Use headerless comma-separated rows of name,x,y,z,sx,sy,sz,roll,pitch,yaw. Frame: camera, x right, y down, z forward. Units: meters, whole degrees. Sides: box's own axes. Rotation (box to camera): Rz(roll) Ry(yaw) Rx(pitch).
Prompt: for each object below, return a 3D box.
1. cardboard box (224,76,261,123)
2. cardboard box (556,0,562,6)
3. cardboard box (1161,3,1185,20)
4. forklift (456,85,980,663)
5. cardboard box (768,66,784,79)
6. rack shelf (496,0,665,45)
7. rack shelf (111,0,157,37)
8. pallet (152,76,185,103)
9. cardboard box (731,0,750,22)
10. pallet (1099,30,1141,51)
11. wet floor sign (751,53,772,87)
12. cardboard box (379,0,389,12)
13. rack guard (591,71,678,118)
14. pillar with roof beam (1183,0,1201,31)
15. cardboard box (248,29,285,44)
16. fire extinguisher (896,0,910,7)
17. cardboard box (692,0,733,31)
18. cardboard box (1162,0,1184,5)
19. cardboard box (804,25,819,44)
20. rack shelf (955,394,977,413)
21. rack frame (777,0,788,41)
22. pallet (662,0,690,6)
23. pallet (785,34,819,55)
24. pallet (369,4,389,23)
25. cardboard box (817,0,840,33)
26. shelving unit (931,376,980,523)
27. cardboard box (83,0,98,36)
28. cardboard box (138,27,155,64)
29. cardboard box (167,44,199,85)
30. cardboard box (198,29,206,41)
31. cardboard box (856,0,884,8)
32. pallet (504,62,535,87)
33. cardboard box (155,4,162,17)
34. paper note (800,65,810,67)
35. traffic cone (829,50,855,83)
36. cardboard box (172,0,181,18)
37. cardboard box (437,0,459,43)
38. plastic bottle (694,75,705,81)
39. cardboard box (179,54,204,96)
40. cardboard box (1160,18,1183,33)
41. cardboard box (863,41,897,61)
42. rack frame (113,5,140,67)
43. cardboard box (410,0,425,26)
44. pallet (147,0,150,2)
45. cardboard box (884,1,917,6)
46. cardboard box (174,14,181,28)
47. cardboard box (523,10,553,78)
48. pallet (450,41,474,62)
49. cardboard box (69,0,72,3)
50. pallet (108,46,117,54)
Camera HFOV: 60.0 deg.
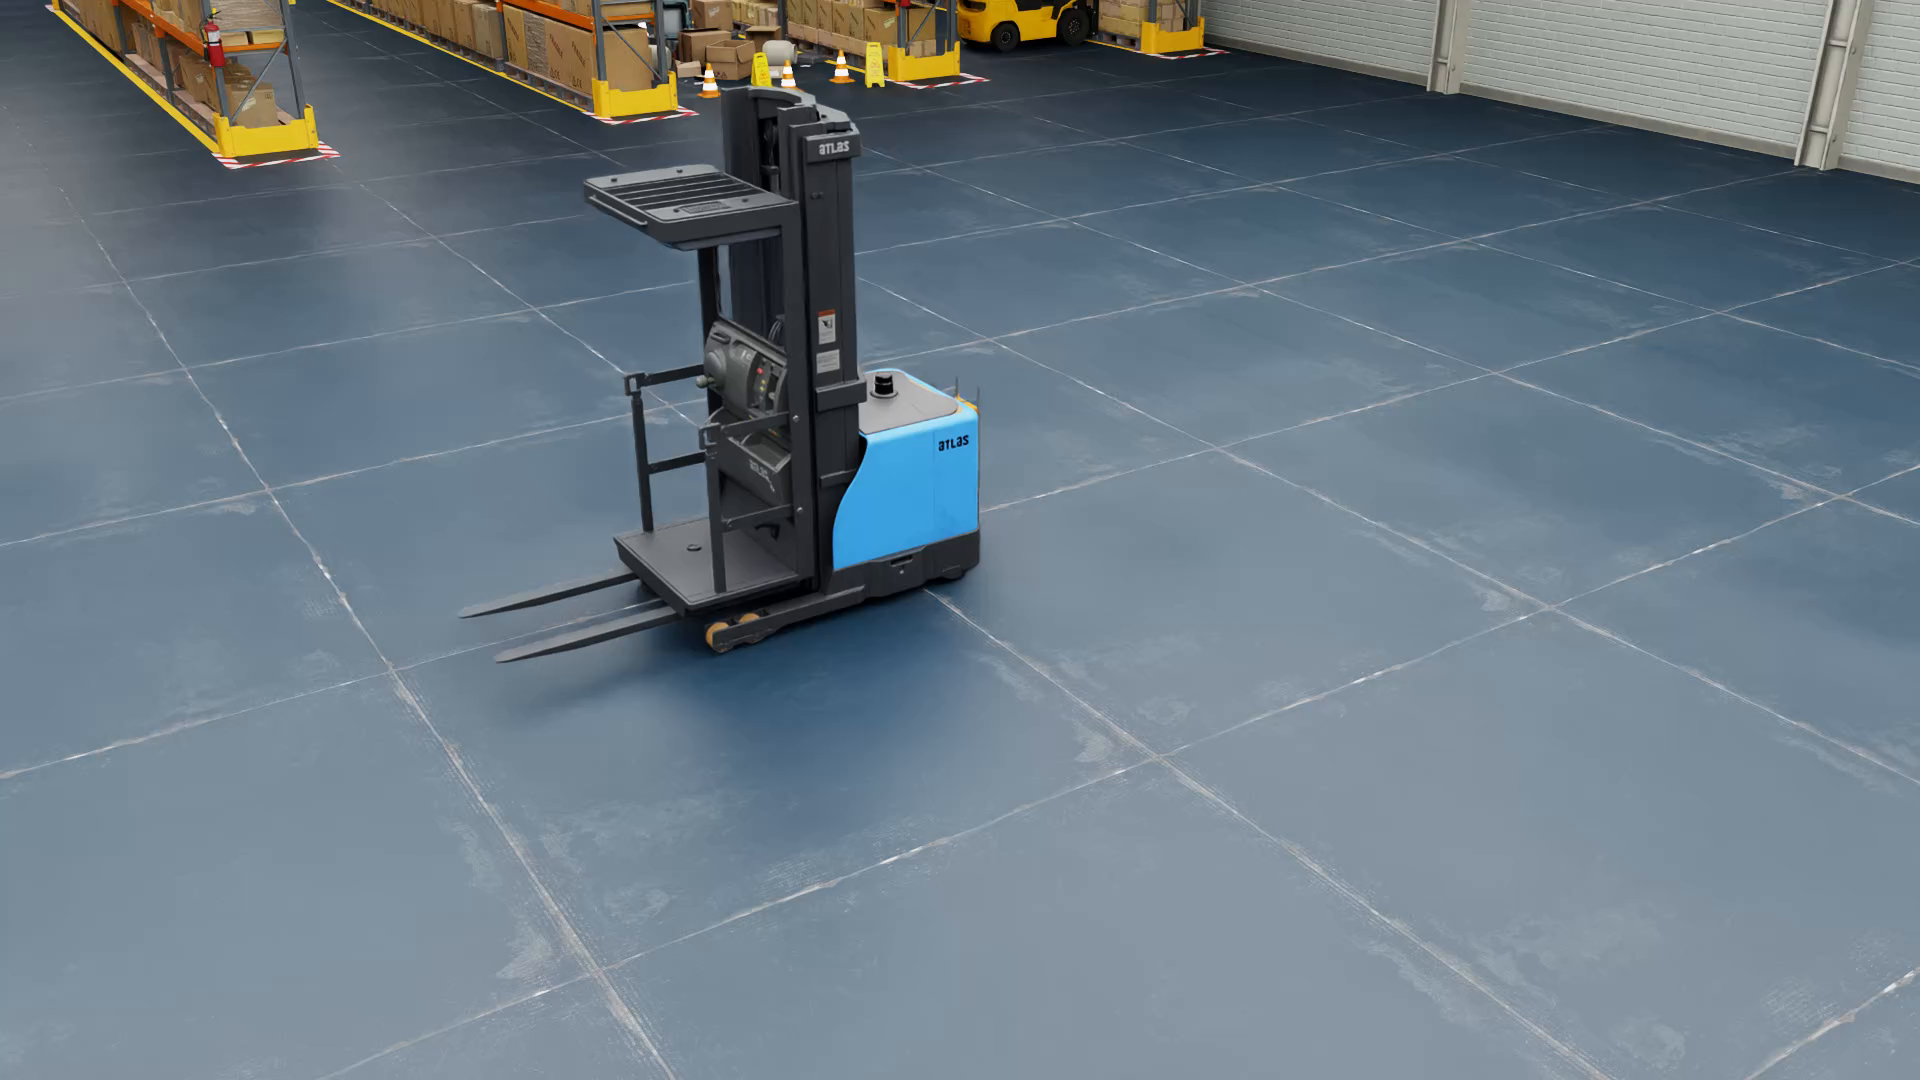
cardboard box,-9.505,-5.831,22.024,0.500,0.500,0.500,-8,26,-16
cardboard box,-5.371,-8.069,24.153,0.875,0.550,0.550,-16,29,-30
cardboard box,3.554,-9.195,28.857,0.500,0.250,0.500,-15,29,-29
forklift,-1.389,-0.947,9.323,3.031,2.935,1.130,-16,29,-30
cardboard box,-2.927,-7.356,26.158,0.380,0.149,0.250,-1,25,-3
rack shelf,-5.704,-7.848,24.703,1.077,0.370,4.000,-16,29,-30
rack shelf,-12.098,-8.159,25.362,1.077,0.370,4.000,-16,29,-30
pallet,-11.433,-6.786,24.877,1.003,0.211,1.213,-16,29,-30
cardboard box,-3.768,-9.771,30.522,0.950,0.372,0.625,-14,29,-28
pallet,3.185,-8.808,29.162,1.003,0.211,1.213,-16,29,-30
wet floor sign,-2.937,-6.844,24.492,0.267,0.644,0.232,-22,33,-38
cardboard box,-10.691,-10.294,31.479,0.500,0.500,0.500,-14,29,-27
rack guard,-4.599,-6.319,23.550,1.175,0.500,0.348,-16,29,-30
pillar with roof beam,0.405,-11.974,25.574,9.100,9.000,0.400,-16,29,-30
cardboard box,-8.779,-6.382,21.049,0.380,0.149,0.250,-16,29,-30
fire extinguisher,-0.843,-8.464,25.257,0.296,0.674,0.183,-16,29,-30
cardboard box,-4.178,-8.865,28.056,0.500,0.500,0.500,-16,29,-30
cardboard box,3.533,-9.420,28.749,0.500,0.250,0.500,-16,30,-30
cardboard box,-2.307,-8.562,28.103,0.500,0.250,0.500,-14,29,-27
rack shelf,-0.029,-0.741,10.450,0.215,0.259,0.240,-16,29,-30
rack frame,-2.703,-10.078,28.585,1.000,3.000,0.127,-16,29,-30
pallet,-5.254,-10.547,32.846,1.003,0.211,1.213,-16,29,-30
pallet,-2.307,-8.585,28.689,1.003,0.211,1.213,-16,29,-30
pallet,-10.736,-10.211,32.132,1.003,0.211,1.213,-16,29,-30
cardboard box,-2.024,-8.715,27.548,0.500,0.500,0.500,-14,29,-27
shelving unit,-0.029,-0.494,10.566,0.215,1.050,0.252,-16,29,-30
cardboard box,-14.519,-9.316,28.967,1.225,0.875,0.875,-17,30,-31
cardboard box,-12.494,-7.838,26.252,0.700,0.500,0.500,-18,31,-34
cardboard box,-11.324,-7.062,24.608,0.700,0.500,0.500,-18,31,-33
cardboard box,-9.467,-6.445,21.184,0.380,0.149,0.250,-16,29,-30
cardboard box,-1.432,-8.568,26.476,0.380,0.149,0.250,-15,29,-28
pallet,-6.446,-7.337,26.045,1.003,0.211,1.213,-16,29,-30
cardboard box,-11.015,-7.416,23.239,0.380,0.149,0.250,-16,29,-30
paper note,-2.513,-7.724,27.076,0.148,0.019,0.142,18,31,33
traffic cone,-1.835,-7.353,25.785,0.336,0.463,0.334,-16,29,-30
cardboard box,-9.973,-7.242,22.112,0.875,0.500,0.500,-16,29,-30
cardboard box,-8.242,-8.941,28.320,1.050,0.750,0.750,-15,29,-29
plastic bottle,-4.053,-7.219,25.970,0.283,0.061,0.133,18,31,33
cardboard box,-10.822,-6.676,23.814,0.500,0.500,0.500,-17,30,-31
cardboard box,3.533,-8.973,28.974,0.500,0.250,0.500,-15,29,-29
cardboard box,-1.200,-7.829,26.550,0.500,0.250,0.500,-16,29,-30
rack frame,-13.190,-9.199,26.724,1.000,3.000,0.127,-16,29,-30
cardboard box,-9.557,-9.553,29.909,0.500,0.500,0.500,-16,29,-30
pallet,-11.302,-7.989,24.385,1.003,0.211,1.213,-16,29,-30
cardboard box,-1.031,-8.480,27.051,0.500,0.500,0.500,-17,30,-31
cardboard box,-10.311,-6.975,22.305,0.380,0.149,0.250,-16,29,-30
cardboard box,-6.016,-7.555,25.237,0.875,0.875,0.875,-15,29,-29
pallet,-7.950,-8.323,28.133,1.003,0.211,1.213,-16,29,-30
cardboard box,-17.141,-11.080,32.703,0.875,0.875,0.875,-16,29,-30
pallet,-14.219,-8.674,28.877,1.003,0.211,1.213,-16,29,-30
